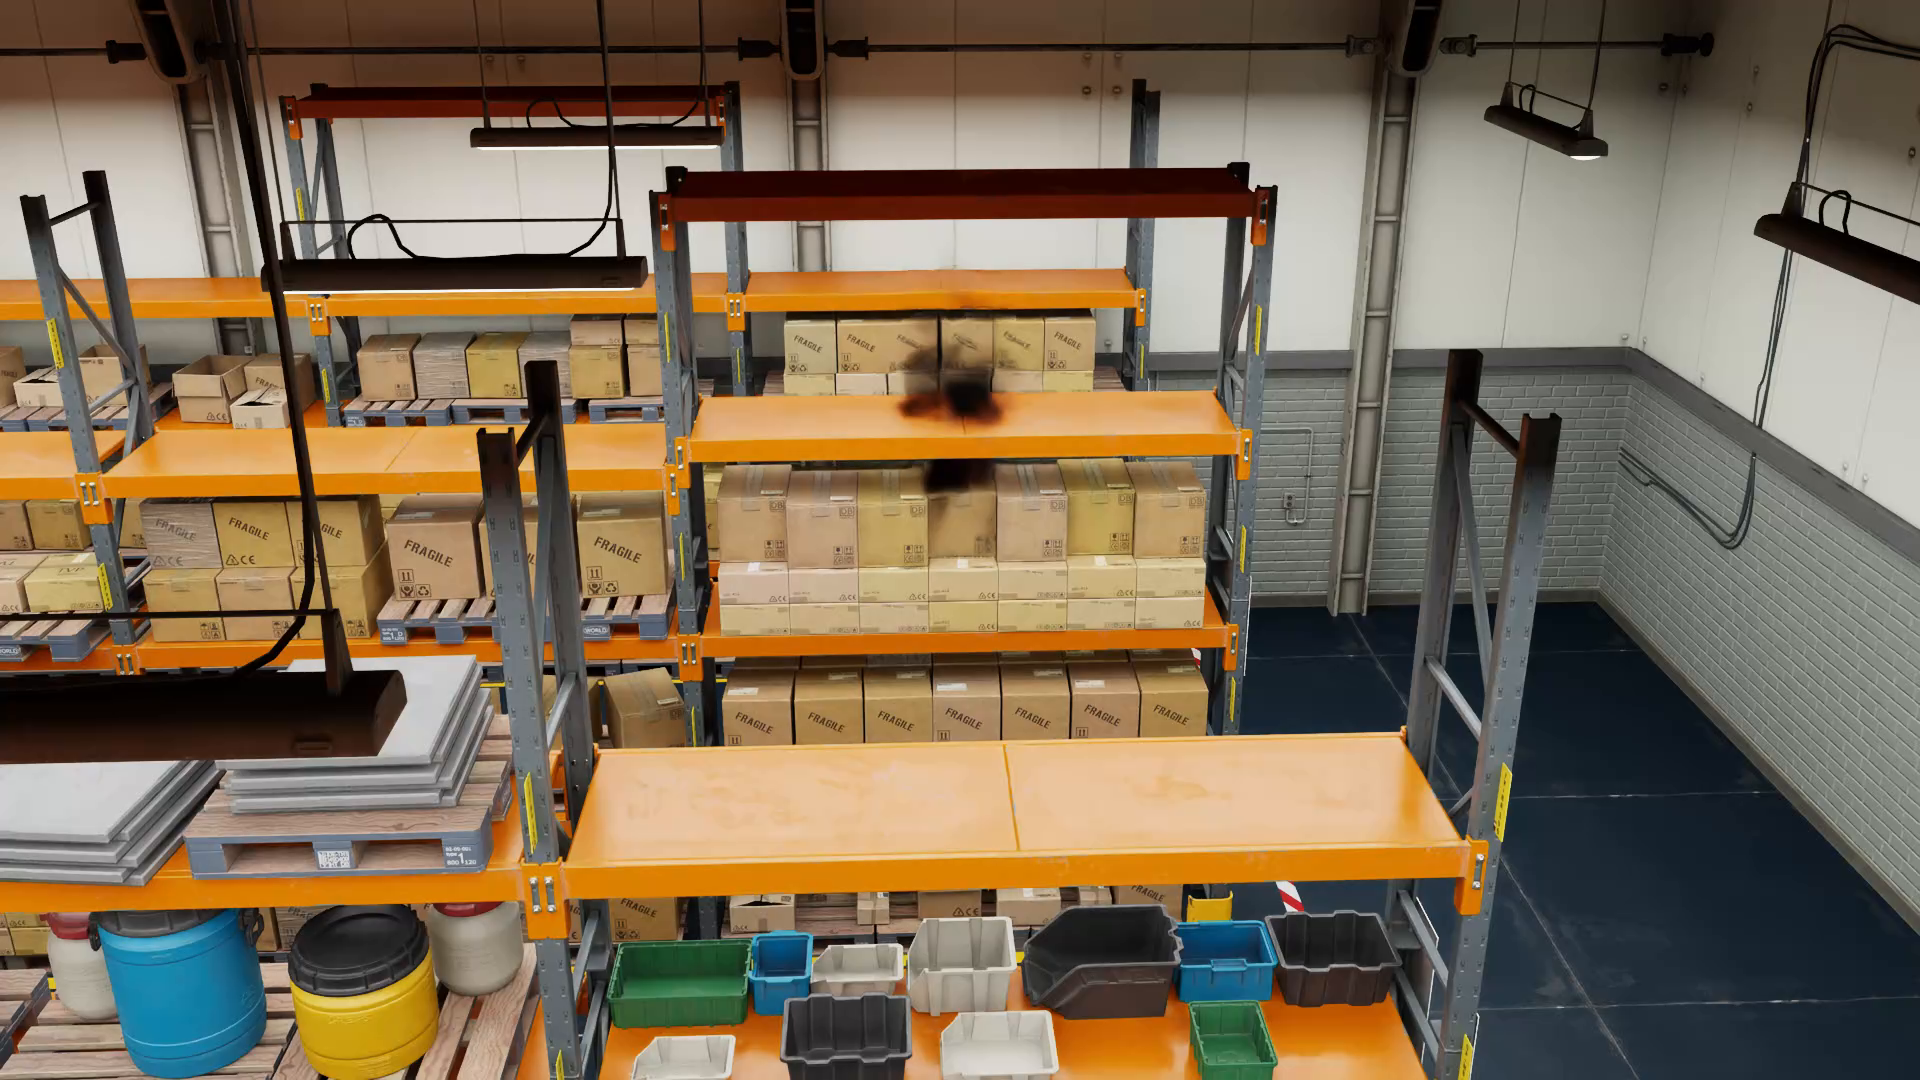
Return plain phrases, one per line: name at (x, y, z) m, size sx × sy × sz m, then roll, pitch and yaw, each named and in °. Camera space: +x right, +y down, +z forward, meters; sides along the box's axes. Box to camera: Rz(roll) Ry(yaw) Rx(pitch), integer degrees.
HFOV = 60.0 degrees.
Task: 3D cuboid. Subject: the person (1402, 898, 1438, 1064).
person at (1.678, 4.935, 4.785) m, size 0.765 × 3.187 × 9.052 m, roll 1°, pitch 22°, yaw 3°
